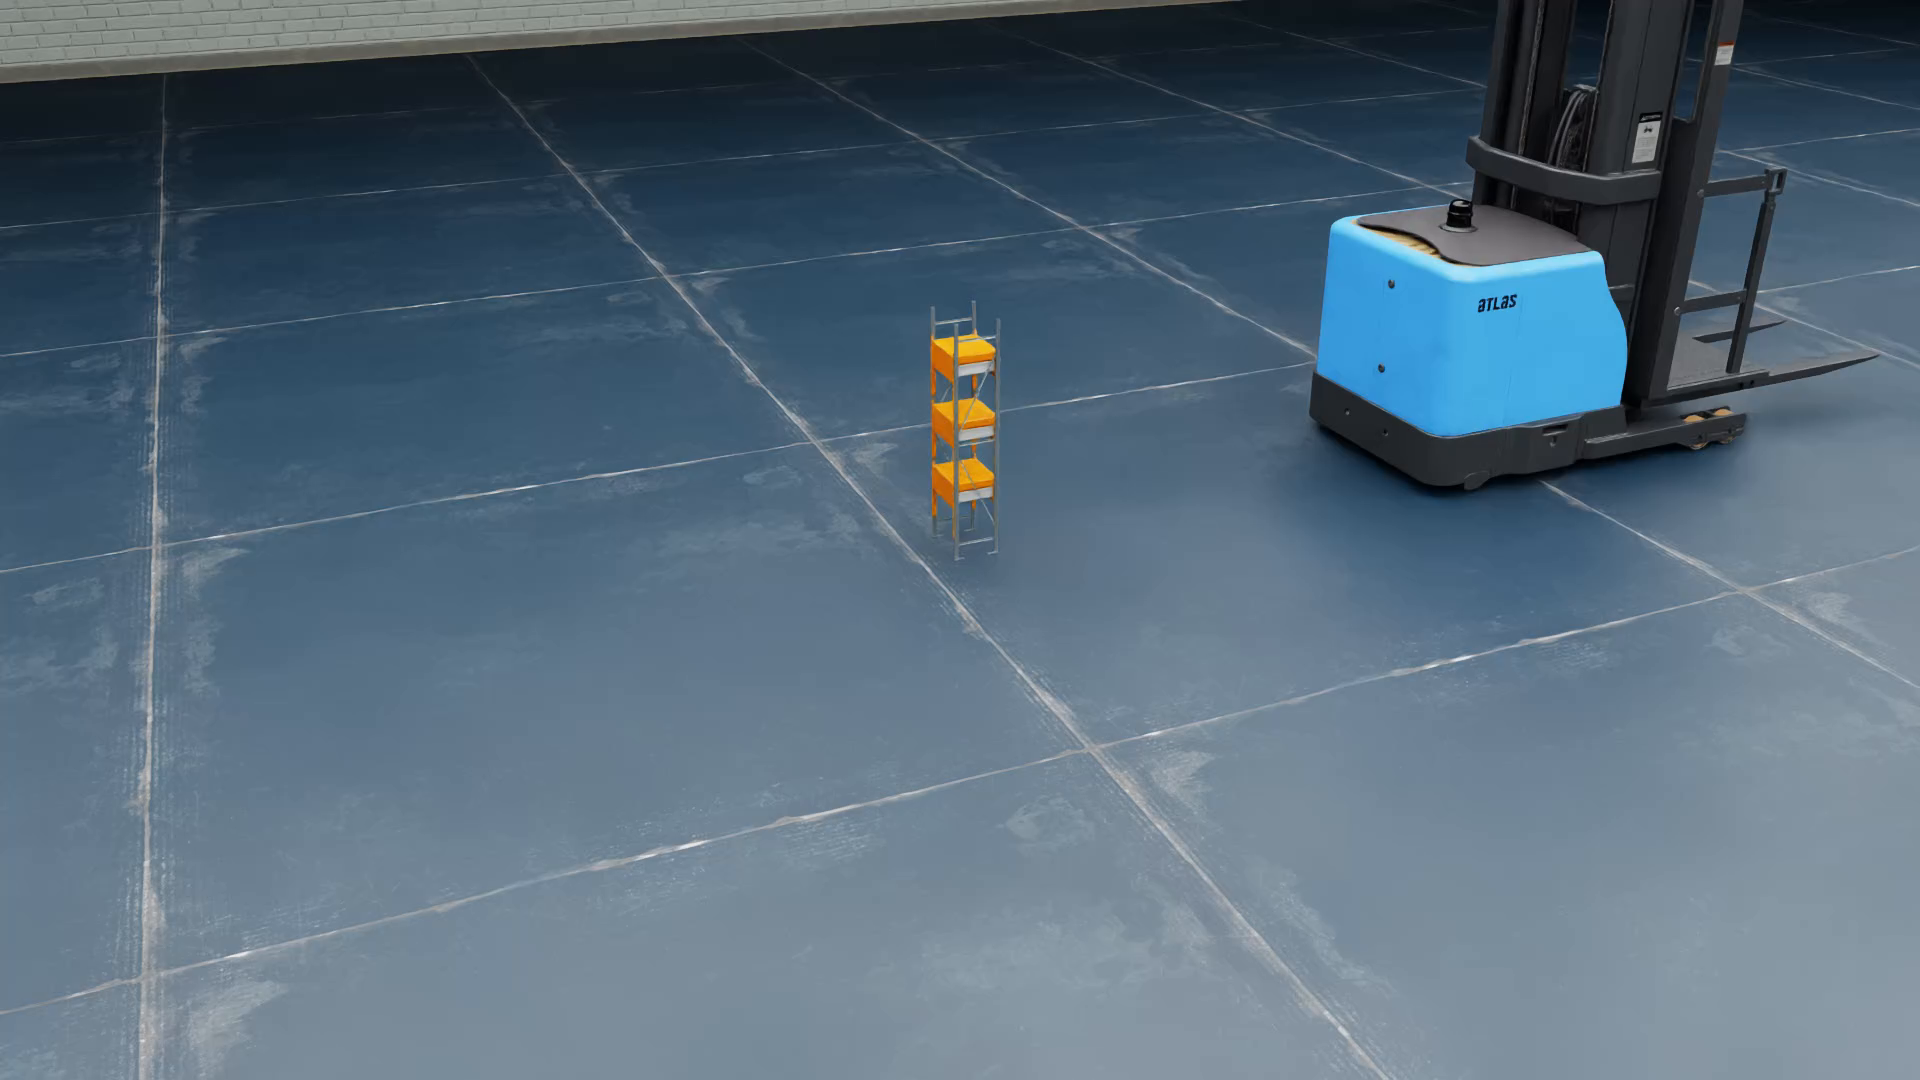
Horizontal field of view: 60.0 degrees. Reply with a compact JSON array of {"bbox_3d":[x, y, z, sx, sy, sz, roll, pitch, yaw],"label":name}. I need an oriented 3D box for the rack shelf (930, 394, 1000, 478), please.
[{"bbox_3d":[0.021,-0.441,6.980,0.215,0.259,0.240,-11,28,-21],"label":"rack shelf"}]

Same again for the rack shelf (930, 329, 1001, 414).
[{"bbox_3d":[0.021,-0.696,6.856,0.215,0.259,0.240,-11,28,-21],"label":"rack shelf"}]

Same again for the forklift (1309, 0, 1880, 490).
[{"bbox_3d":[3.321,-1.961,7.925,3.031,2.935,1.130,-11,28,-21],"label":"forklift"}]

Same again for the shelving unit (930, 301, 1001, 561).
[{"bbox_3d":[0.021,-0.450,6.975,0.215,1.050,0.252,-11,28,-21],"label":"shelving unit"}]

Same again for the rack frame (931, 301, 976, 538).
[{"bbox_3d":[-0.027,-0.499,7.076,0.200,1.050,0.008,-11,28,-21],"label":"rack frame"}]

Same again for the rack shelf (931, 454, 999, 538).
[{"bbox_3d":[0.021,-0.191,7.102,0.215,0.259,0.240,-11,28,-21],"label":"rack shelf"}]

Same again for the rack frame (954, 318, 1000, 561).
[{"bbox_3d":[0.069,-0.401,6.875,0.200,1.050,0.008,-11,28,-21],"label":"rack frame"}]
